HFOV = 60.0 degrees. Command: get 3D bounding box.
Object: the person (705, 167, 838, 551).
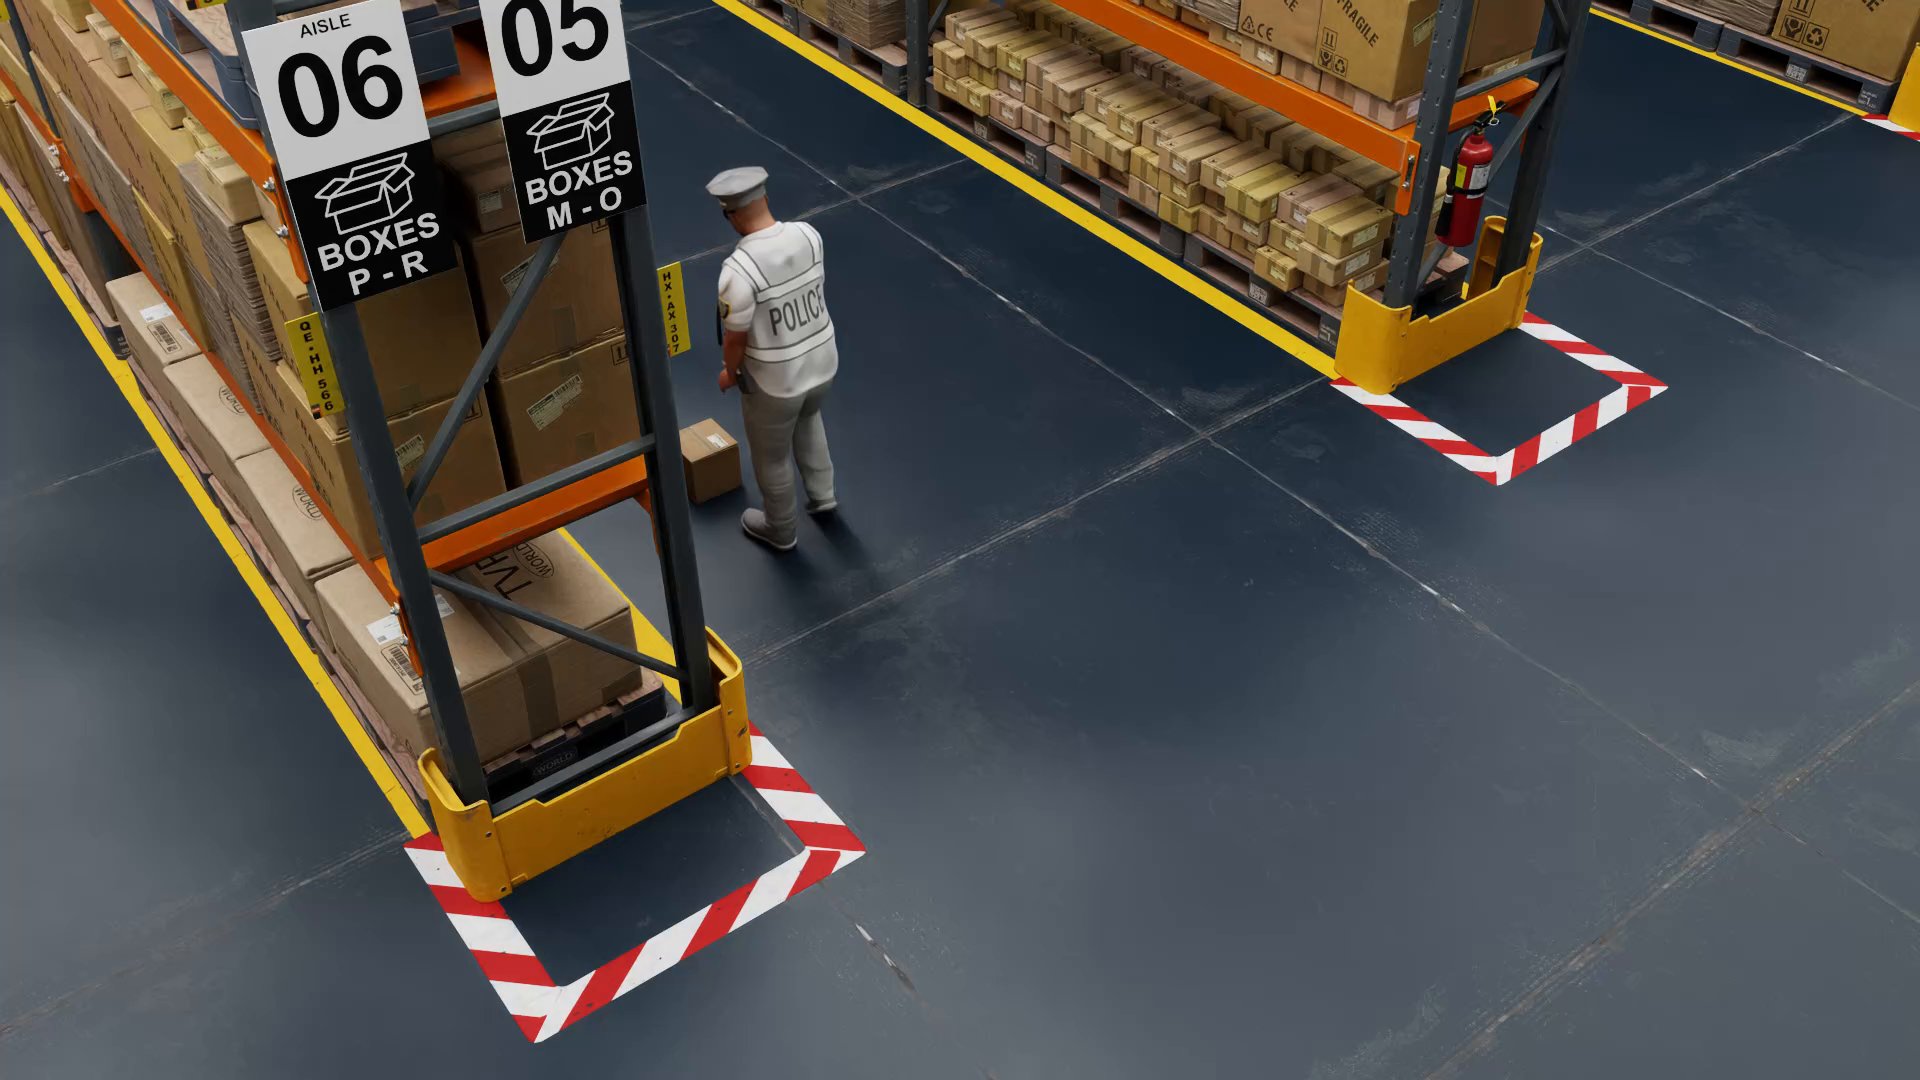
[{"bbox_3d":[-0.795,-0.710,7.043,0.595,1.801,0.551,30,49,31],"label":"person"}]
